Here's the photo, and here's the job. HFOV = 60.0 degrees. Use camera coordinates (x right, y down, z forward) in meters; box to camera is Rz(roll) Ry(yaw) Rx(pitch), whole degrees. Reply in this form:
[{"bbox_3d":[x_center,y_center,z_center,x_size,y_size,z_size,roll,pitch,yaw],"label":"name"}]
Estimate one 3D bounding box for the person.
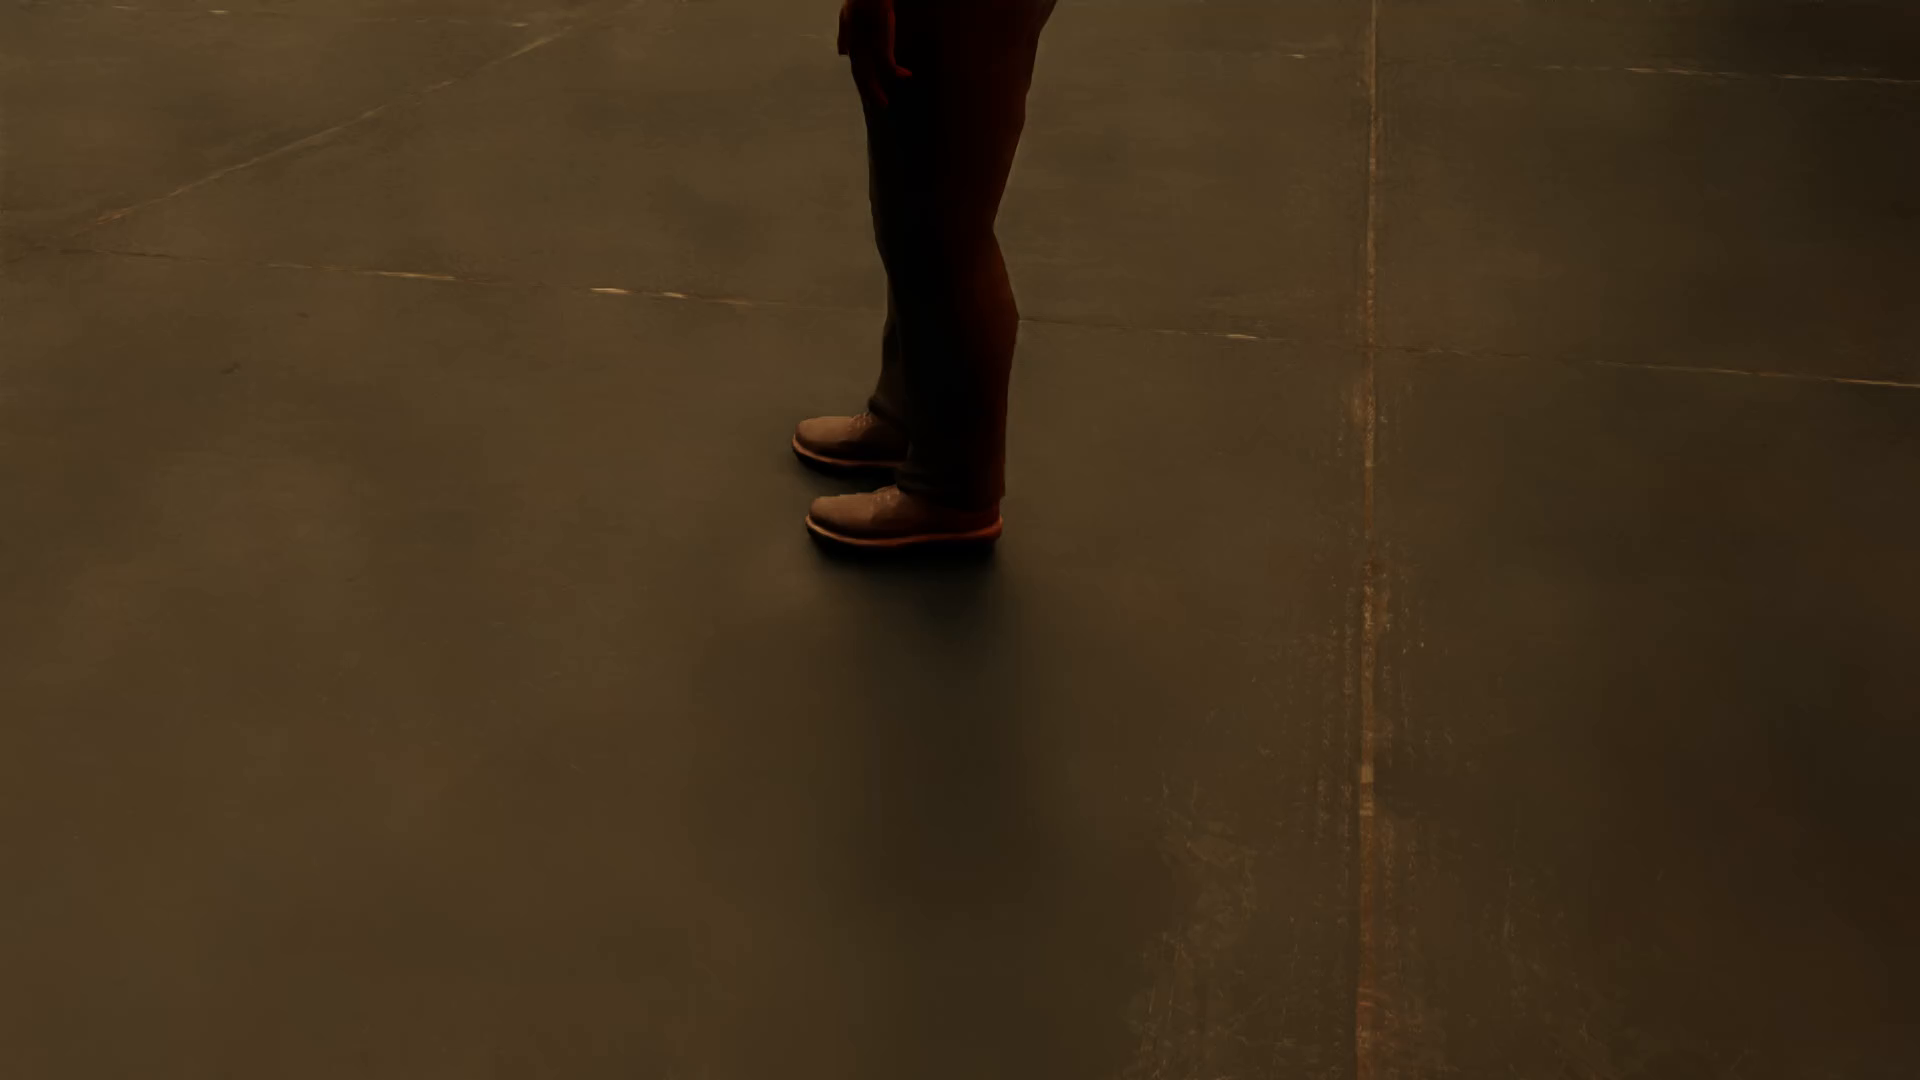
[{"bbox_3d":[-0.081,-0.762,2.158,0.503,1.654,0.570,6,27,11],"label":"person"}]
